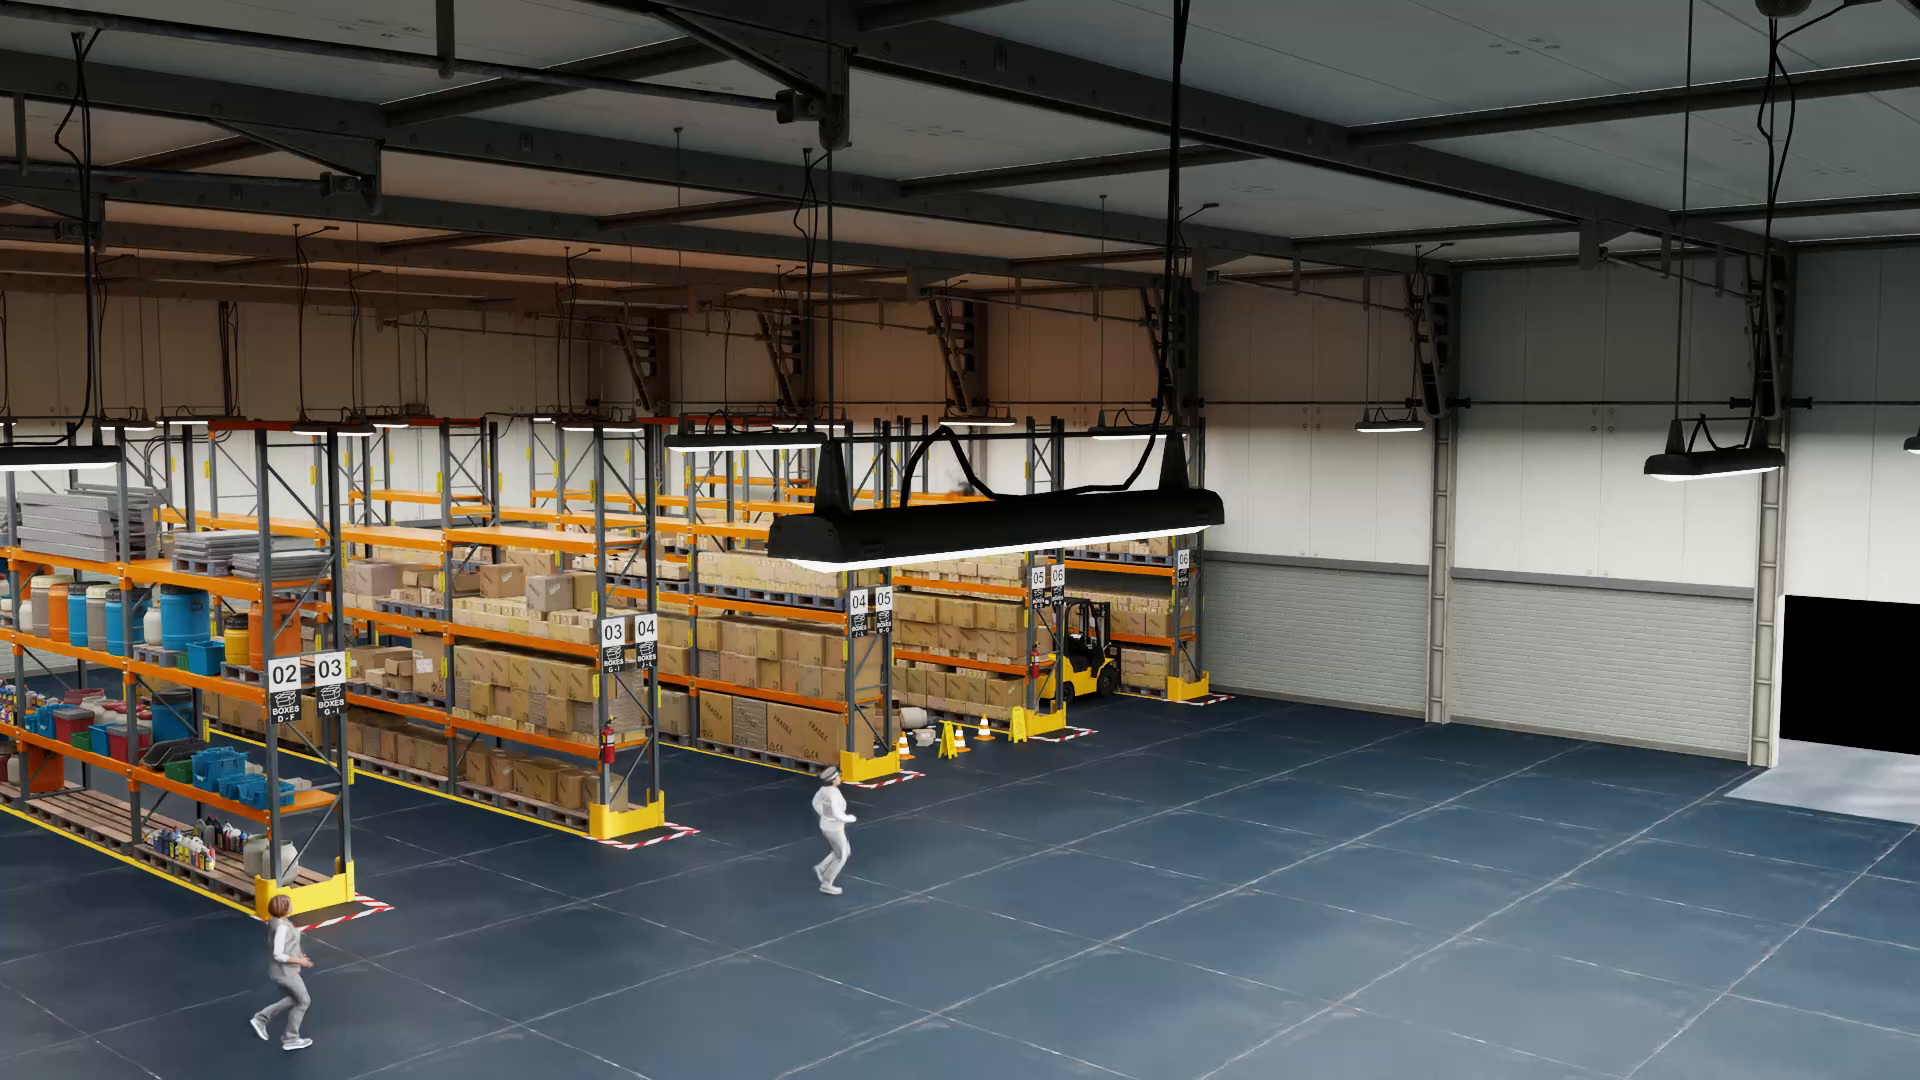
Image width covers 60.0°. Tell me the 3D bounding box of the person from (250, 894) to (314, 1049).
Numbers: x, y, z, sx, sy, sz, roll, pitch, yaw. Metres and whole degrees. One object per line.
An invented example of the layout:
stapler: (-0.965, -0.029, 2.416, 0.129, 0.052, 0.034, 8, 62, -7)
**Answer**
person: (-6.607, 4.215, 16.178, 0.567, 1.539, 0.535, -3, 5, -29)

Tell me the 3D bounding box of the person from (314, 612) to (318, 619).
person: (-14.211, 2.415, 36.933, 0.719, 1.710, 0.614, -2, 5, -26)

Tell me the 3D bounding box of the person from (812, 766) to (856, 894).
person: (-1.606, 3.720, 21.416, 0.494, 1.659, 0.681, -2, 5, -25)
